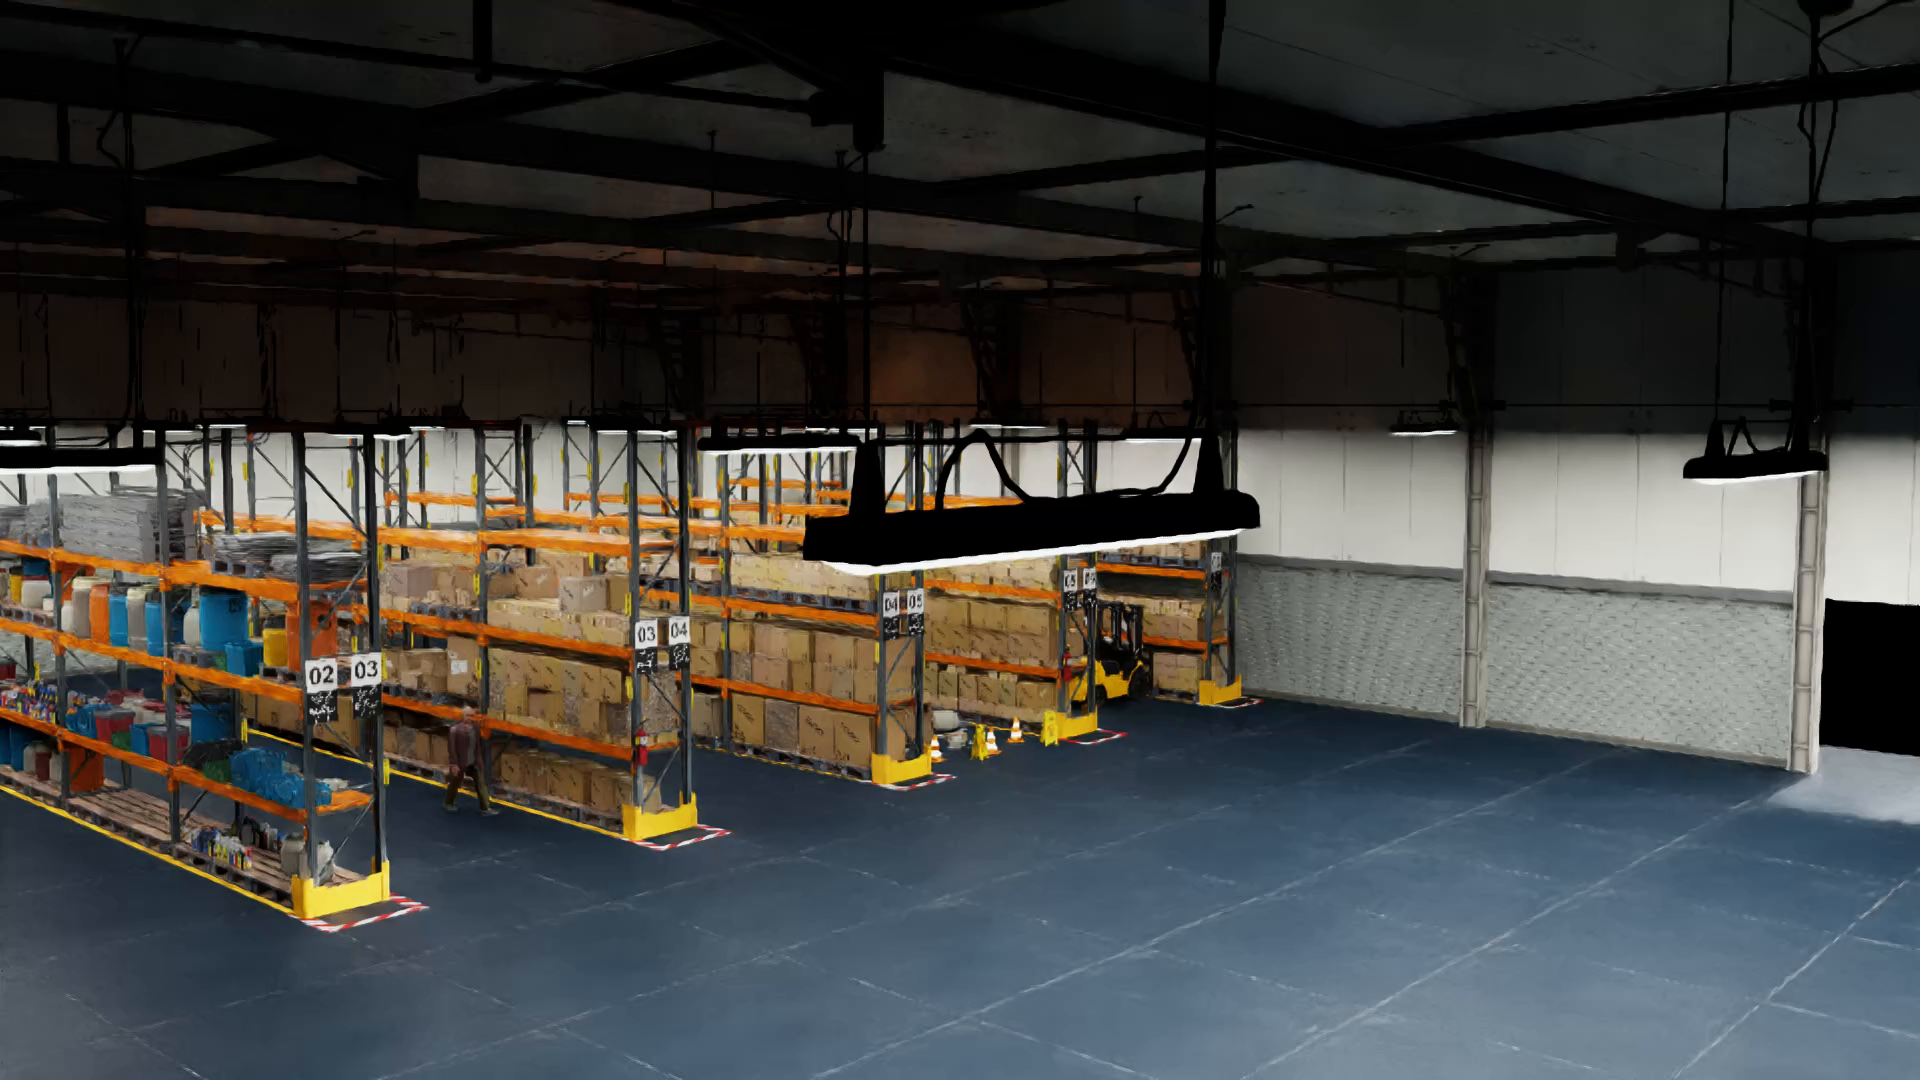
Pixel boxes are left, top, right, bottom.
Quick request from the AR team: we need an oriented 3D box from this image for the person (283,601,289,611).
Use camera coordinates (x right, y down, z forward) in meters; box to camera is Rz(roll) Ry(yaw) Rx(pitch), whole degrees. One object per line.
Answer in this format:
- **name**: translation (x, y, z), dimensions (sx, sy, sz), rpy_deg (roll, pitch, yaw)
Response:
- **person**: translation (-15.974, 2.254, 39.800), dimensions (0.498, 1.658, 0.683), rpy_deg (1, 5, 13)

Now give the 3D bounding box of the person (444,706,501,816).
- **person**: translation (-7.564, 3.378, 25.524), dimensions (1.193, 1.698, 0.598), rpy_deg (5, 7, 44)
